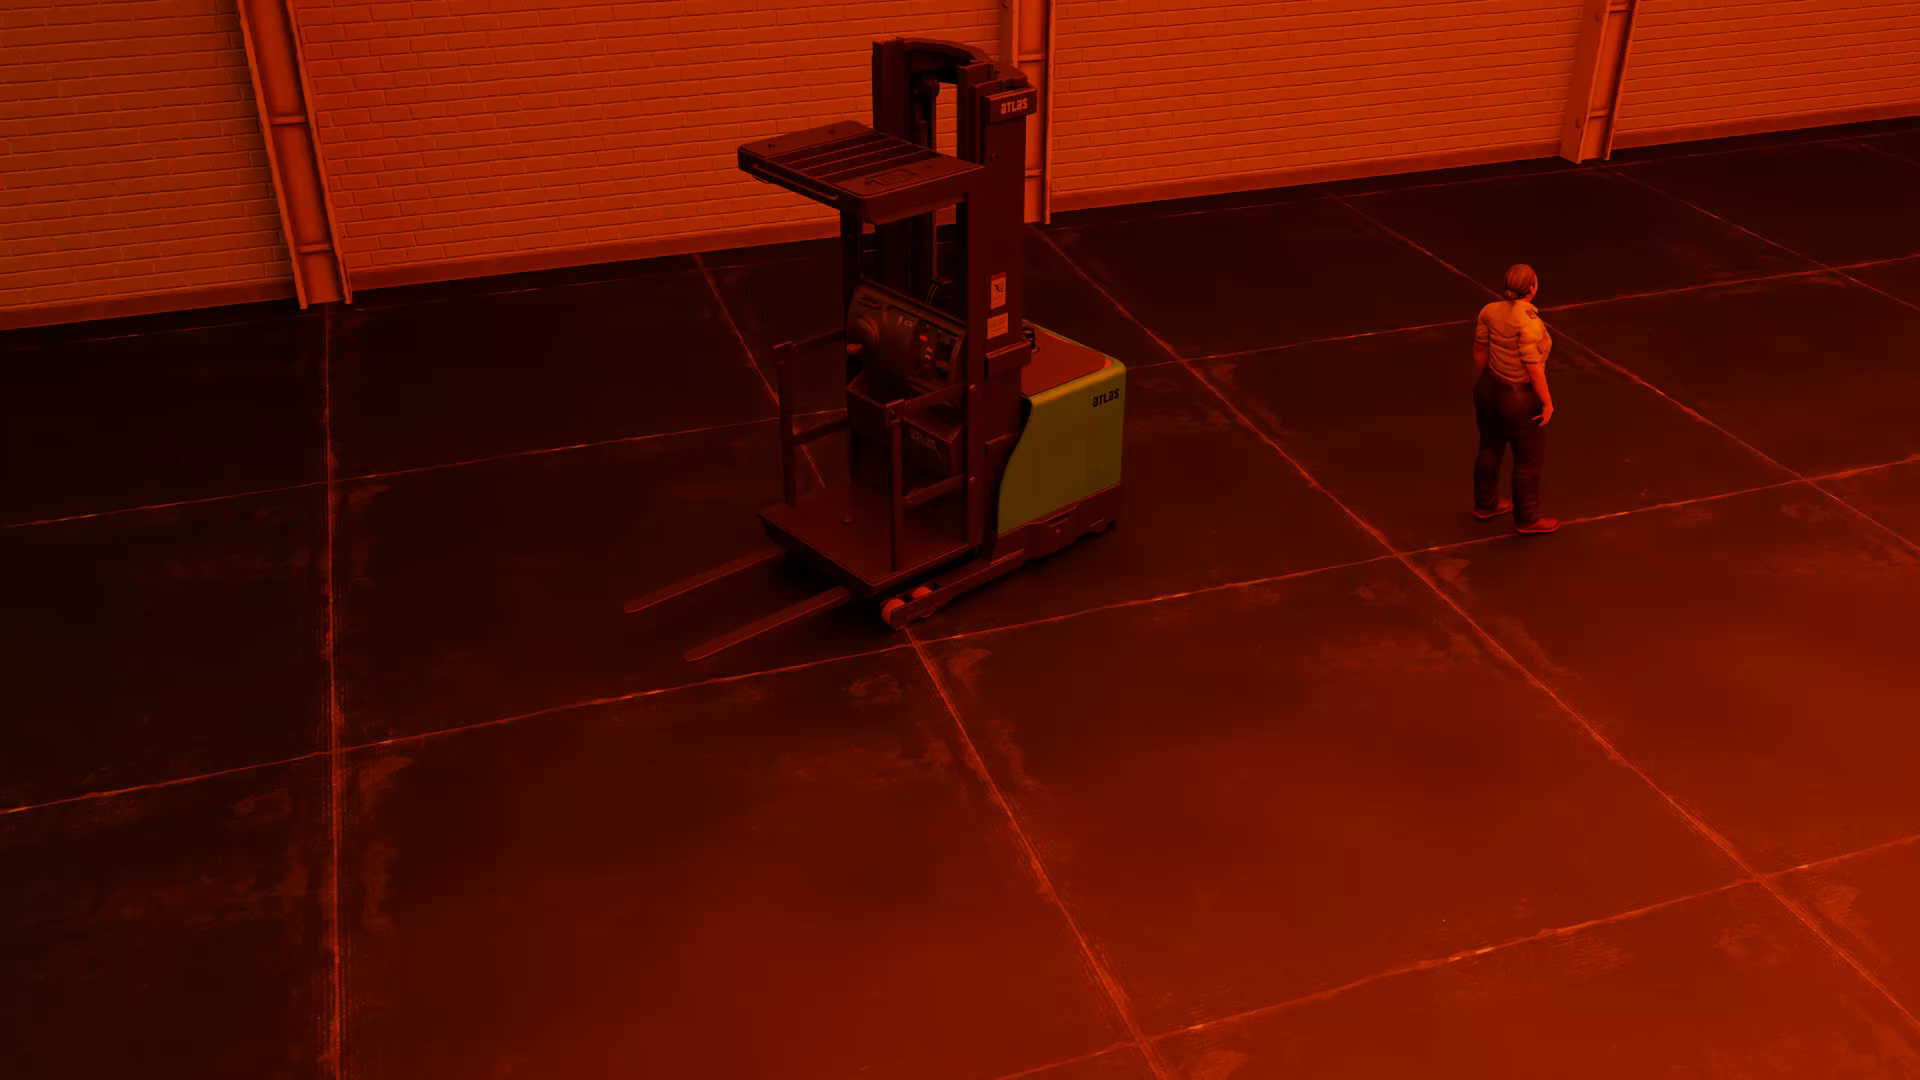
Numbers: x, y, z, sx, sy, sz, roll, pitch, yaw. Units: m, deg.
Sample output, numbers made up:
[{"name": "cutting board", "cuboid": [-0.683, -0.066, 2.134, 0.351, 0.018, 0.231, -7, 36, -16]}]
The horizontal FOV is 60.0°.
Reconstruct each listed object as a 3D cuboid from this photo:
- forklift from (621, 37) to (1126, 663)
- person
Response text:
[{"name": "forklift", "cuboid": [-0.461, -1.072, 8.951, 3.031, 2.935, 1.130, -23, 37, -34]}, {"name": "person", "cuboid": [3.326, -0.852, 9.846, 0.493, 1.654, 0.588, -14, 33, -23]}]
